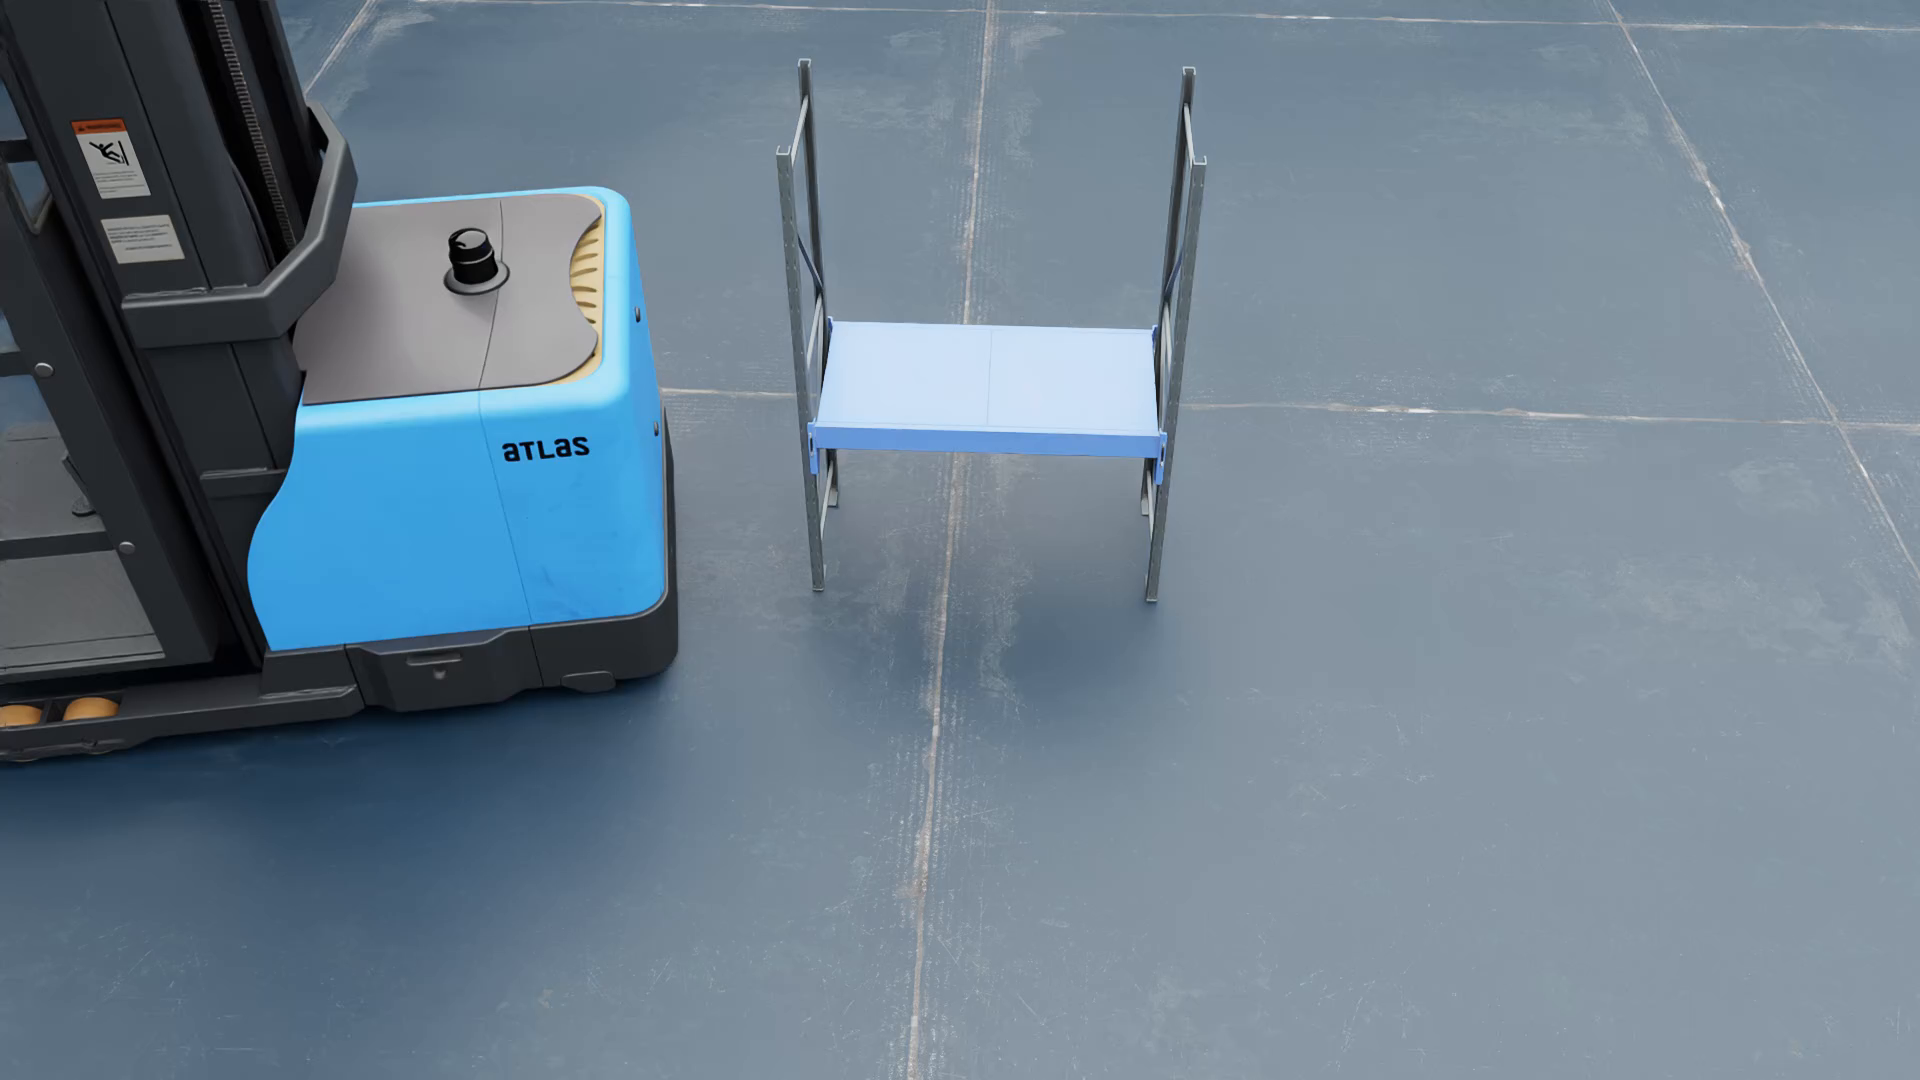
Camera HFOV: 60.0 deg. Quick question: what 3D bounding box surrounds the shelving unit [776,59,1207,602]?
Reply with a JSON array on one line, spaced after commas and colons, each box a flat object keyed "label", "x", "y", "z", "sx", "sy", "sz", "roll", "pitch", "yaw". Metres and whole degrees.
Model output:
[{"label": "shelving unit", "x": 0.085, "y": -0.546, "z": 4.736, "sx": 1.048, "sy": 1.500, "sz": 0.538, "roll": 2, "pitch": 43, "yaw": 2}]

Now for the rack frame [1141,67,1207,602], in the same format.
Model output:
[{"label": "rack frame", "x": 0.593, "y": -0.531, "z": 4.719, "sx": 0.032, "sy": 1.500, "sz": 0.500, "roll": 2, "pitch": 43, "yaw": 2}]

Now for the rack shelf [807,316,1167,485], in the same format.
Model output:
[{"label": "rack shelf", "x": 0.085, "y": -0.415, "z": 4.859, "sx": 1.000, "sy": 0.185, "sz": 0.538, "roll": 2, "pitch": 43, "yaw": 2}]

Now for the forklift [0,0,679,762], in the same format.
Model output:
[{"label": "forklift", "x": -2.374, "y": -0.846, "z": 4.008, "sx": 3.031, "sy": 2.935, "sz": 1.130, "roll": -6, "pitch": 43, "yaw": -6}]

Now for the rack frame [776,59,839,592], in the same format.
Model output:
[{"label": "rack frame", "x": -0.423, "y": -0.562, "z": 4.753, "sx": 0.032, "sy": 1.500, "sz": 0.500, "roll": 2, "pitch": 43, "yaw": 2}]
